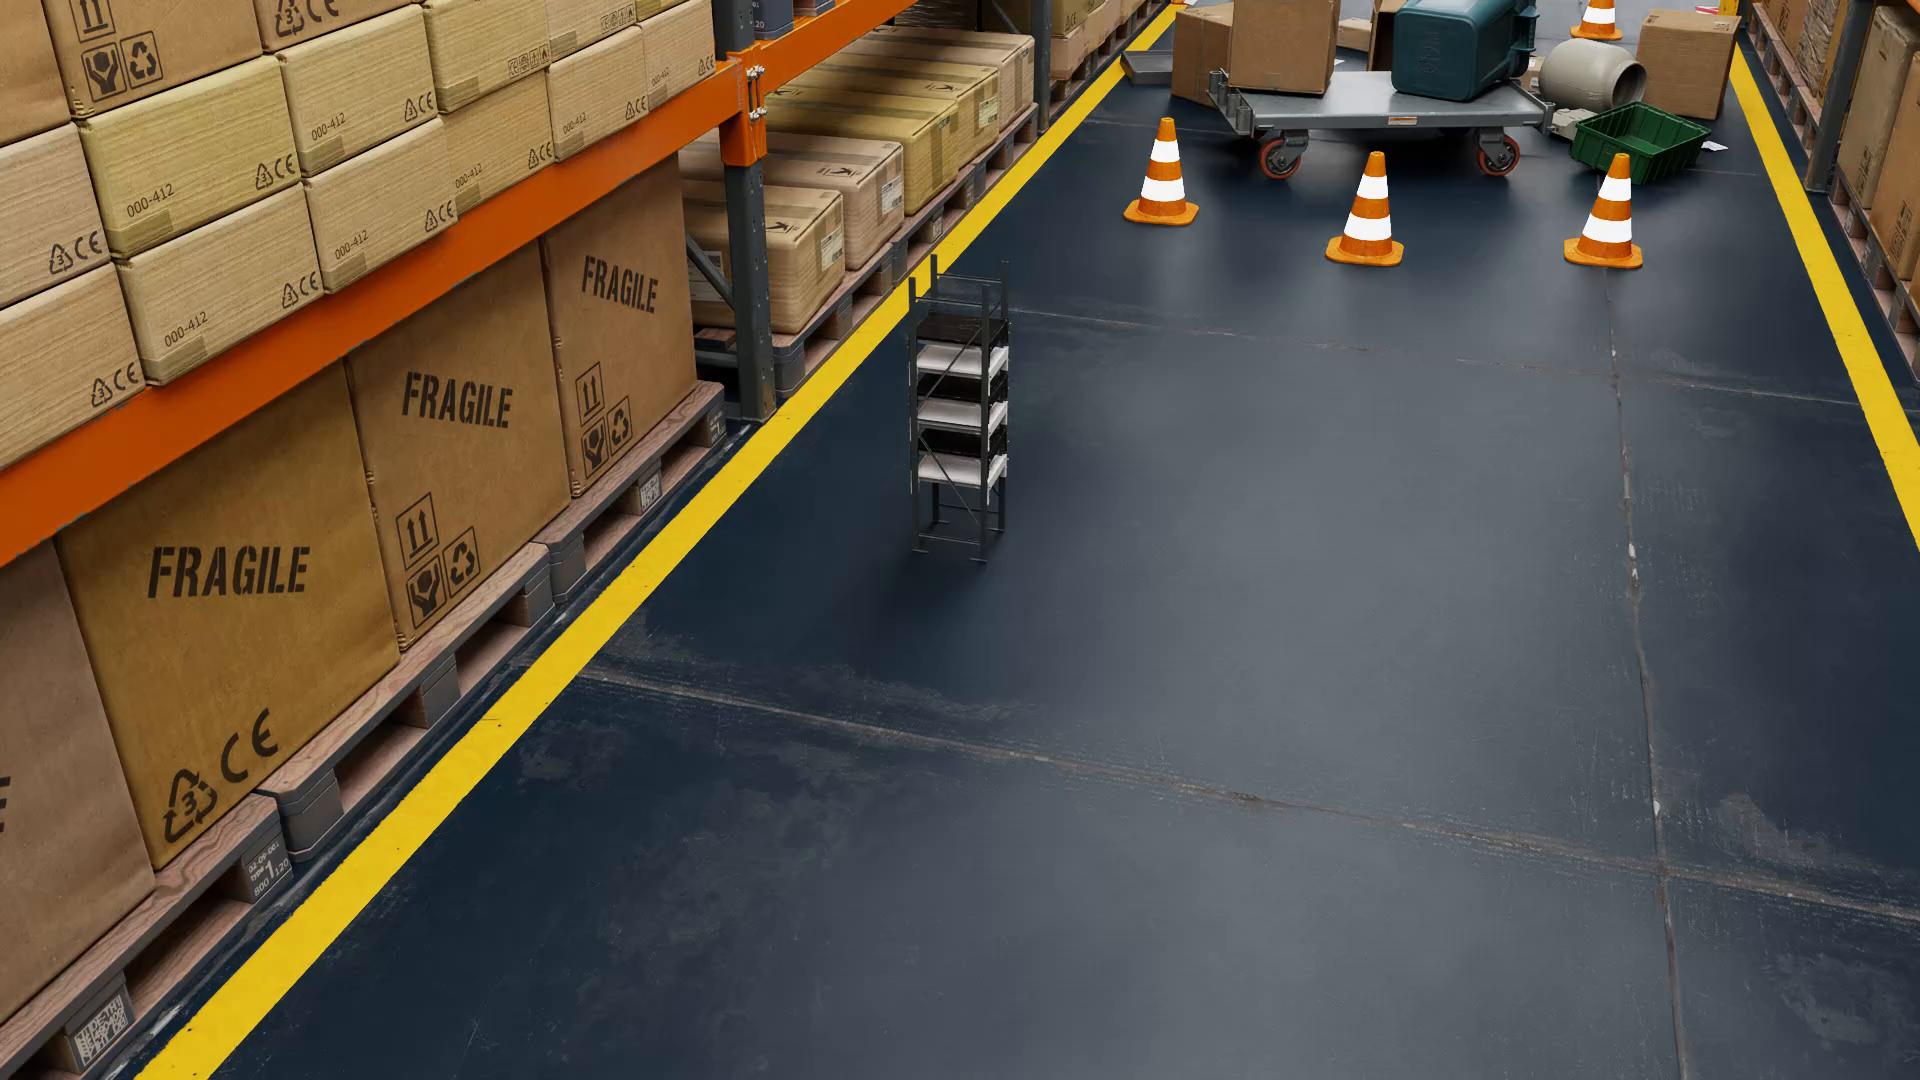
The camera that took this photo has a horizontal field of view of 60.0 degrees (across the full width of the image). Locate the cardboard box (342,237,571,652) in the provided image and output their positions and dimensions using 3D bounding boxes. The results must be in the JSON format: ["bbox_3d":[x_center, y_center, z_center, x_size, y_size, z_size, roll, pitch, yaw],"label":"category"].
[{"bbox_3d":[-1.714,-0.354,4.554,0.875,0.875,0.875,9,30,15],"label":"cardboard box"}]

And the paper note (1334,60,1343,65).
[{"bbox_3d":[2.415,-3.140,10.875,0.148,0.019,0.142,20,35,32],"label":"paper note"}]

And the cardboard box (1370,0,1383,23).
[{"bbox_3d":[3.087,-3.271,10.612,0.797,0.503,0.637,-12,31,-20],"label":"cardboard box"}]

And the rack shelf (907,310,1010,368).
[{"bbox_3d":[-0.002,-0.596,4.909,0.258,0.077,0.200,8,30,15],"label":"rack shelf"}]

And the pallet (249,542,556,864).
[{"bbox_3d":[-1.830,0.318,4.462,1.003,0.211,1.213,8,30,15],"label":"pallet"}]

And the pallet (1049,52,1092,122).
[{"bbox_3d":[0.171,-2.779,10.028,1.003,0.211,1.213,8,30,15],"label":"pallet"}]

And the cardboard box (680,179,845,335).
[{"bbox_3d":[-0.991,-1.118,6.445,0.950,0.372,0.625,6,30,11],"label":"cardboard box"}]

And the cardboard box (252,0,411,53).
[{"bbox_3d":[-1.518,-1.321,3.408,0.500,0.500,0.500,8,30,14],"label":"cardboard box"}]

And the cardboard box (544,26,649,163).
[{"bbox_3d":[-1.201,-1.244,4.555,0.500,0.250,0.500,9,30,16],"label":"cardboard box"}]

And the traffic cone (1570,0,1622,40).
[{"bbox_3d":[4.430,-3.727,11.474,0.336,0.463,0.334,8,30,15],"label":"traffic cone"}]

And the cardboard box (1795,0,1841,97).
[{"bbox_3d":[5.282,-2.978,9.271,0.875,0.875,0.875,9,30,15],"label":"cardboard box"}]

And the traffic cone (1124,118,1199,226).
[{"bbox_3d":[0.982,-1.796,8.002,0.336,0.463,0.334,8,30,15],"label":"traffic cone"}]

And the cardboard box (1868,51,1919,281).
[{"bbox_3d":[4.387,-1.472,6.693,1.050,0.750,0.750,8,30,15],"label":"cardboard box"}]

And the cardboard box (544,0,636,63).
[{"bbox_3d":[-1.212,-1.474,4.455,0.500,0.250,0.500,8,30,14],"label":"cardboard box"}]

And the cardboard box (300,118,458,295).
[{"bbox_3d":[-1.487,-0.772,3.706,0.500,0.250,0.500,8,30,14],"label":"cardboard box"}]

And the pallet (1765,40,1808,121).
[{"bbox_3d":[5.424,-2.714,9.911,1.003,0.211,1.213,8,30,15],"label":"pallet"}]

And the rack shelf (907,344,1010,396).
[{"bbox_3d":[-0.002,-0.518,4.953,0.258,0.077,0.200,8,30,15],"label":"rack shelf"}]

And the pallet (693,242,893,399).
[{"bbox_3d":[-0.935,-0.966,6.769,1.003,0.211,1.213,8,30,15],"label":"pallet"}]

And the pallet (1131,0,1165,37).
[{"bbox_3d":[0.887,-3.913,12.067,1.003,0.211,1.213,8,30,15],"label":"pallet"}]

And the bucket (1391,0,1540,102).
[{"bbox_3d":[2.606,-2.647,8.726,0.726,0.611,0.620,20,45,32],"label":"bucket"}]

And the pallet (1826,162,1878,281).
[{"bbox_3d":[4.615,-1.433,7.609,1.003,0.211,1.213,8,30,15],"label":"pallet"}]

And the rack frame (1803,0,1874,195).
[{"bbox_3d":[4.770,-3.021,7.595,1.000,3.000,0.127,8,30,15],"label":"rack frame"}]

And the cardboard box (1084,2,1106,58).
[{"bbox_3d":[0.585,-3.148,10.219,0.500,0.250,0.500,10,31,18],"label":"cardboard box"}]

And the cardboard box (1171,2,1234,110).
[{"bbox_3d":[1.623,-2.893,9.934,0.500,0.500,0.500,-17,34,-28],"label":"cardboard box"}]

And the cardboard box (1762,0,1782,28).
[{"bbox_3d":[5.808,-3.810,10.768,0.875,0.875,0.875,9,30,15],"label":"cardboard box"}]

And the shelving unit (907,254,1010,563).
[{"bbox_3d":[-0.002,-0.389,5.024,0.258,0.900,0.210,8,30,15],"label":"shelving unit"}]

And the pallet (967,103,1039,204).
[{"bbox_3d":[-0.219,-2.100,8.808,1.003,0.211,1.213,8,30,15],"label":"pallet"}]

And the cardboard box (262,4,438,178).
[{"bbox_3d":[-1.495,-0.992,3.588,0.500,0.250,0.500,8,30,13],"label":"cardboard box"}]

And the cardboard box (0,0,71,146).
[{"bbox_3d":[-1.813,-0.847,2.556,0.500,0.500,0.500,8,30,15],"label":"cardboard box"}]

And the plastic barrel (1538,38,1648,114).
[{"bbox_3d":[3.636,-2.641,9.563,0.421,0.421,0.512,-17,34,-28],"label":"plastic barrel"}]

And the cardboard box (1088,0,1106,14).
[{"bbox_3d":[0.585,-3.476,10.038,0.500,0.500,0.500,10,31,17],"label":"cardboard box"}]

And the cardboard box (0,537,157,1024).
[{"bbox_3d":[-2.235,0.483,3.050,0.875,0.875,0.875,9,30,16],"label":"cardboard box"}]

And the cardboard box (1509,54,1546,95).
[{"bbox_3d":[3.513,-2.888,10.168,0.396,0.266,0.258,14,32,23],"label":"cardboard box"}]

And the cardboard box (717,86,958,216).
[{"bbox_3d":[-0.554,-1.814,7.696,0.950,0.372,0.625,10,30,17],"label":"cardboard box"}]

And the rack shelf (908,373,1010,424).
[{"bbox_3d":[-0.002,-0.439,4.997,0.258,0.077,0.200,8,30,15],"label":"rack shelf"}]

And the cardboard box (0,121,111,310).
[{"bbox_3d":[-1.815,-0.526,2.750,0.500,0.250,0.500,9,30,16],"label":"cardboard box"}]

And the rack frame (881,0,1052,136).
[{"bbox_3d":[0.008,-3.680,8.780,1.000,3.000,0.127,8,30,15],"label":"rack frame"}]

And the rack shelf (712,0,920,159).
[{"bbox_3d":[-0.579,-2.437,7.285,1.077,0.370,4.000,8,30,15],"label":"rack shelf"}]

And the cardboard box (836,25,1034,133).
[{"bbox_3d":[-0.144,-2.472,8.878,0.950,0.372,0.625,9,30,16],"label":"cardboard box"}]

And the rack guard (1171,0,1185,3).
[{"bbox_3d":[1.160,-4.412,12.666,1.175,0.500,0.348,8,30,15],"label":"rack guard"}]

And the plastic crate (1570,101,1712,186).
[{"bbox_3d":[3.568,-2.085,8.746,0.662,0.188,0.450,-24,47,-37],"label":"plastic crate"}]

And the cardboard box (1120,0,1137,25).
[{"bbox_3d":[0.894,-3.624,11.075,0.500,0.250,0.500,7,30,13],"label":"cardboard box"}]

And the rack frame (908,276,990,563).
[{"bbox_3d":[-0.032,-0.342,4.940,0.240,0.900,0.006,8,30,15],"label":"rack frame"}]

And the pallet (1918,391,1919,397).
[{"bbox_3d":[3.899,-0.299,5.571,1.003,0.211,1.213,8,30,15],"label":"pallet"}]

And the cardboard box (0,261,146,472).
[{"bbox_3d":[-1.808,-0.305,2.866,0.500,0.250,0.500,8,30,14],"label":"cardboard box"}]

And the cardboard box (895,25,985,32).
[{"bbox_3d":[-0.076,-2.975,9.910,0.500,0.250,0.500,10,31,17],"label":"cardboard box"}]
